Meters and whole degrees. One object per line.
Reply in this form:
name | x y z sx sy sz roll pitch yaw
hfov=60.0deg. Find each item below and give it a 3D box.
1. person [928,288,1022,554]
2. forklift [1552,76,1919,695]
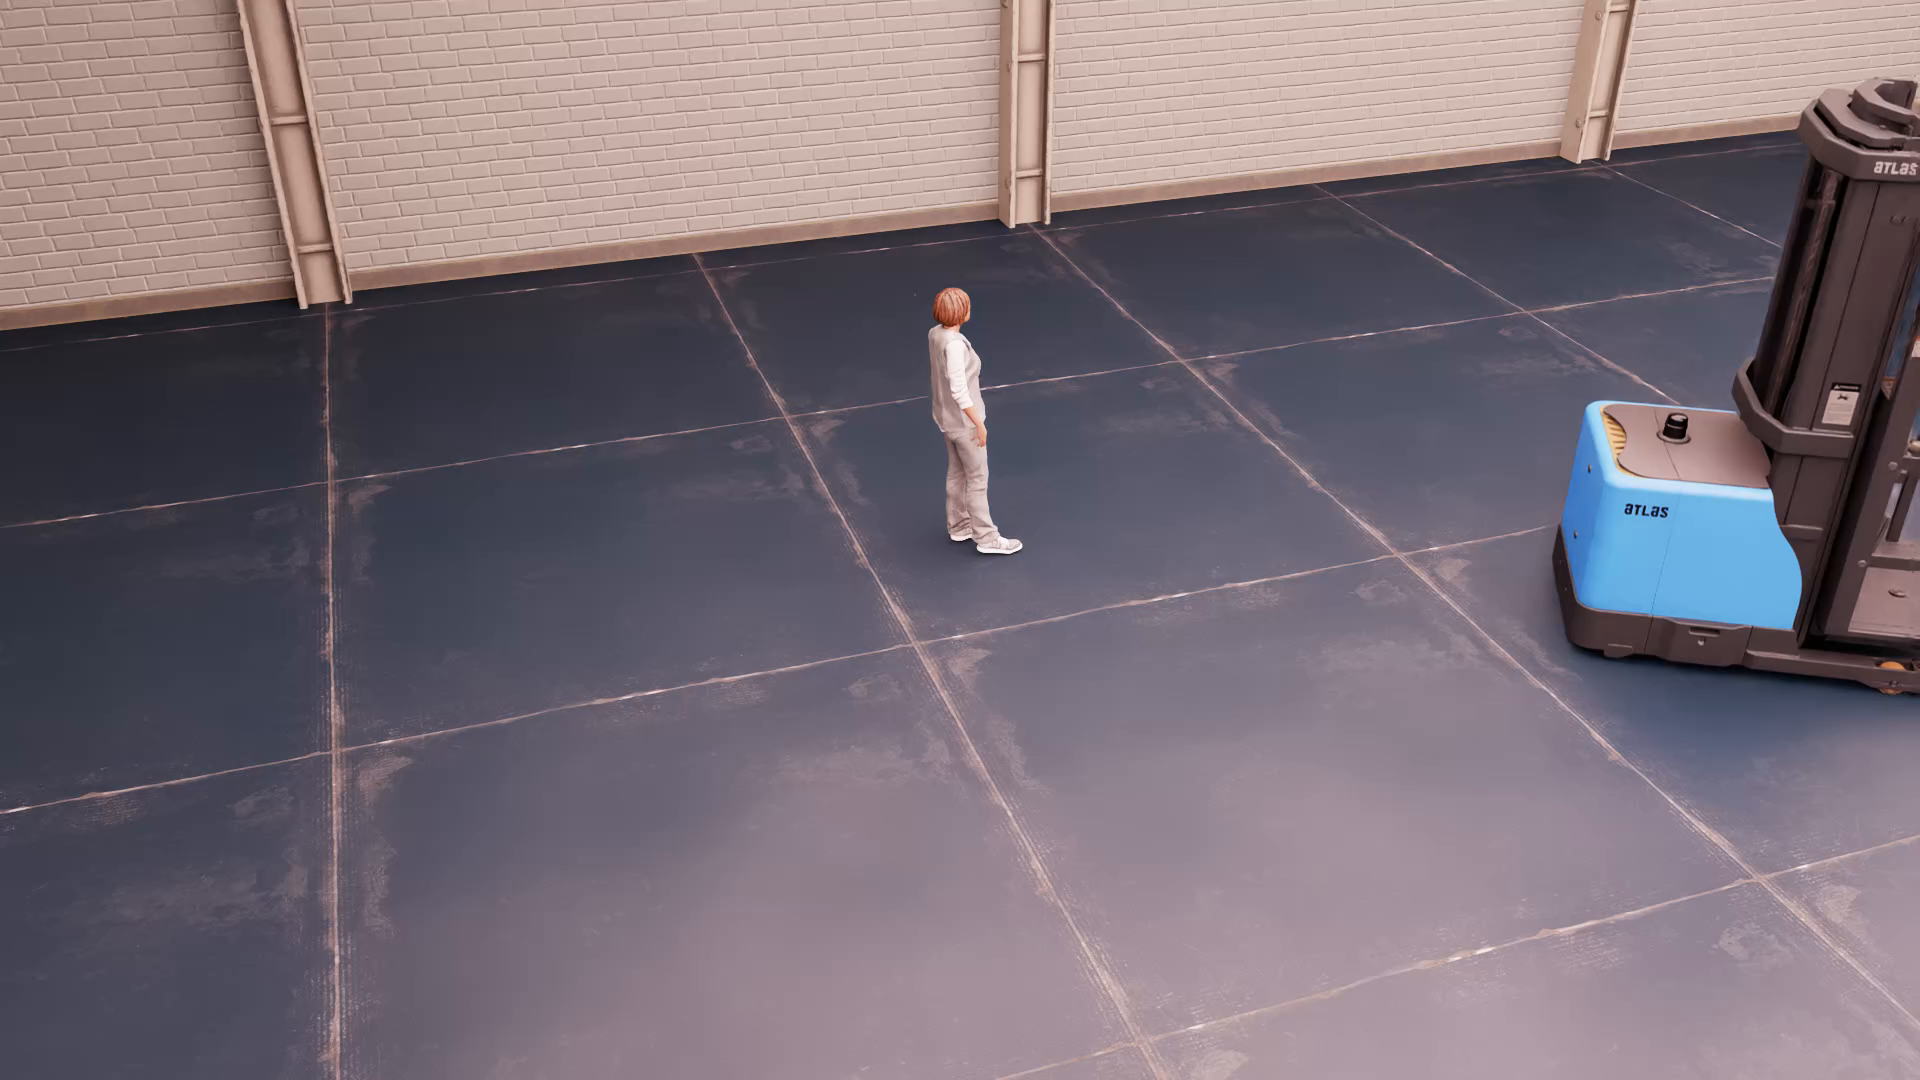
person | 0.074 -0.704 9.633 0.475 1.597 0.520 -10 31 -16
forklift | 4.847 -0.740 8.372 3.031 2.935 1.130 6 30 10
